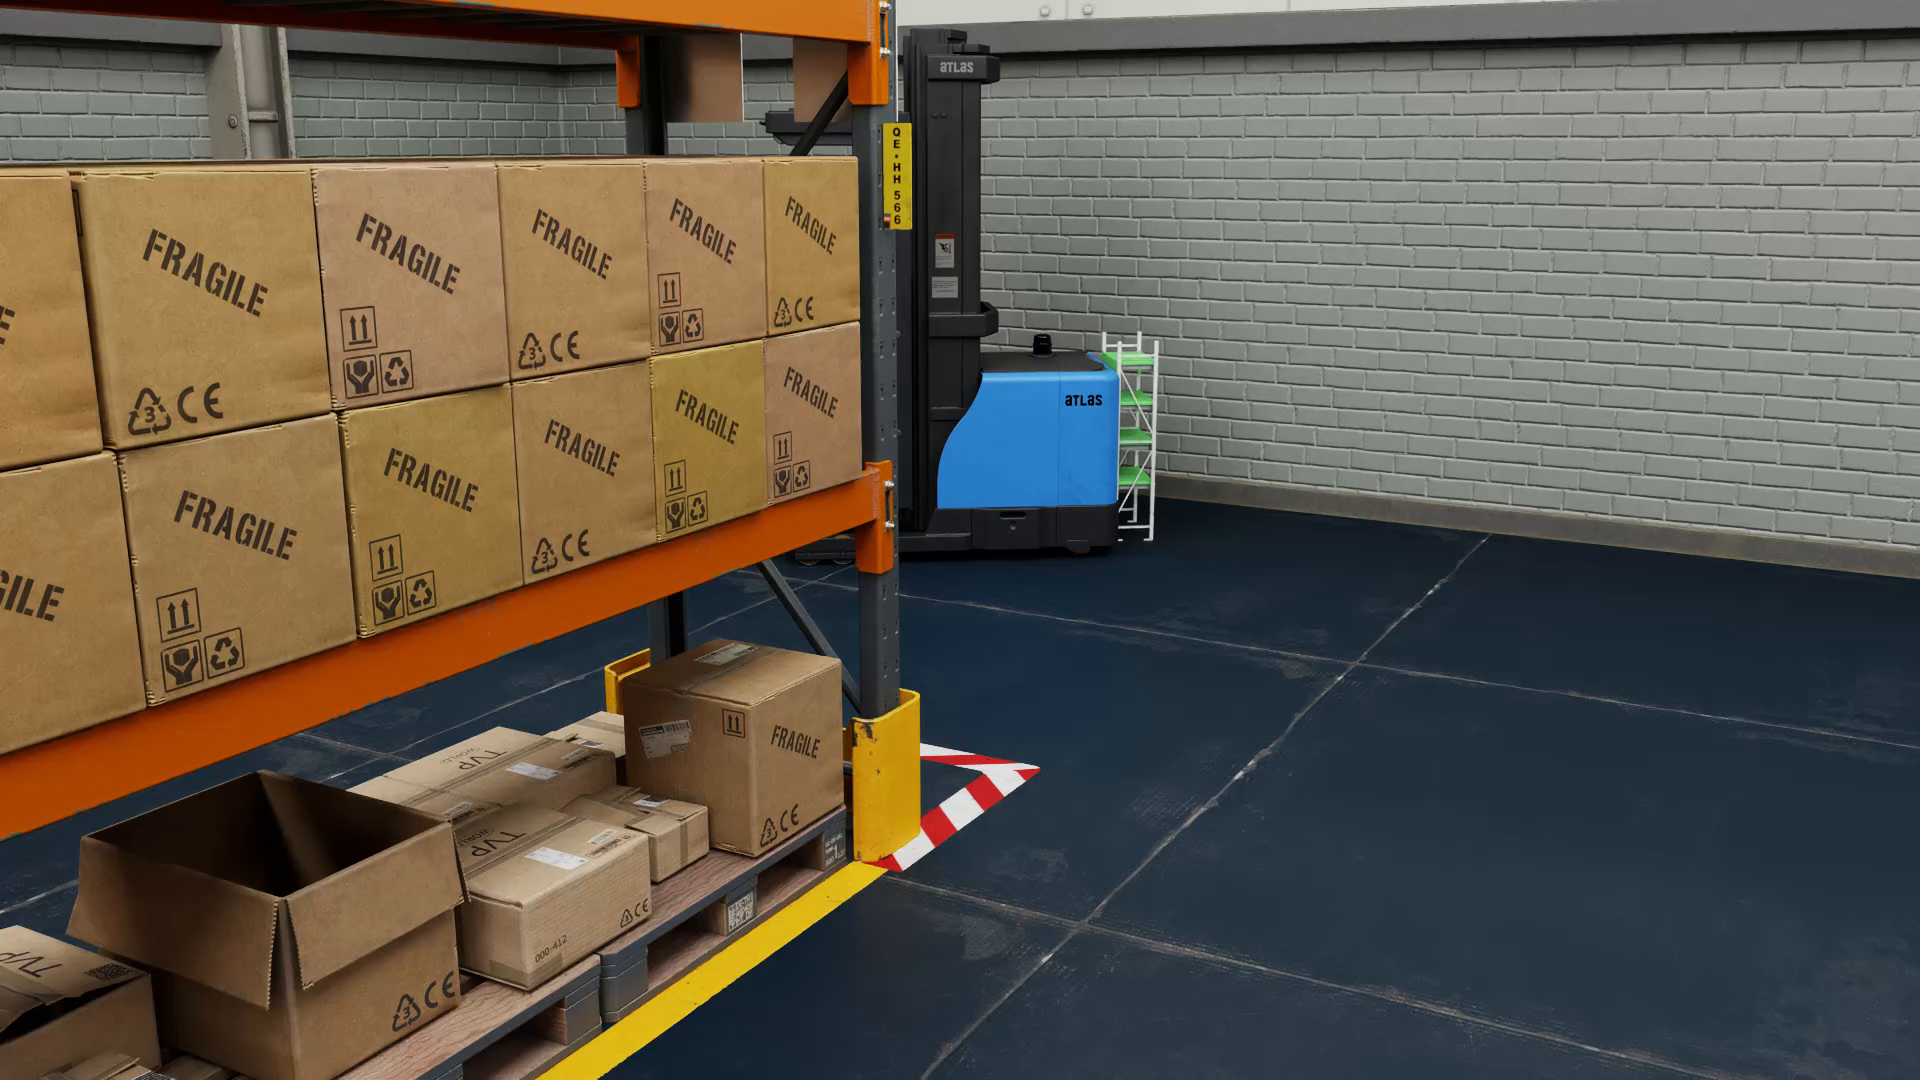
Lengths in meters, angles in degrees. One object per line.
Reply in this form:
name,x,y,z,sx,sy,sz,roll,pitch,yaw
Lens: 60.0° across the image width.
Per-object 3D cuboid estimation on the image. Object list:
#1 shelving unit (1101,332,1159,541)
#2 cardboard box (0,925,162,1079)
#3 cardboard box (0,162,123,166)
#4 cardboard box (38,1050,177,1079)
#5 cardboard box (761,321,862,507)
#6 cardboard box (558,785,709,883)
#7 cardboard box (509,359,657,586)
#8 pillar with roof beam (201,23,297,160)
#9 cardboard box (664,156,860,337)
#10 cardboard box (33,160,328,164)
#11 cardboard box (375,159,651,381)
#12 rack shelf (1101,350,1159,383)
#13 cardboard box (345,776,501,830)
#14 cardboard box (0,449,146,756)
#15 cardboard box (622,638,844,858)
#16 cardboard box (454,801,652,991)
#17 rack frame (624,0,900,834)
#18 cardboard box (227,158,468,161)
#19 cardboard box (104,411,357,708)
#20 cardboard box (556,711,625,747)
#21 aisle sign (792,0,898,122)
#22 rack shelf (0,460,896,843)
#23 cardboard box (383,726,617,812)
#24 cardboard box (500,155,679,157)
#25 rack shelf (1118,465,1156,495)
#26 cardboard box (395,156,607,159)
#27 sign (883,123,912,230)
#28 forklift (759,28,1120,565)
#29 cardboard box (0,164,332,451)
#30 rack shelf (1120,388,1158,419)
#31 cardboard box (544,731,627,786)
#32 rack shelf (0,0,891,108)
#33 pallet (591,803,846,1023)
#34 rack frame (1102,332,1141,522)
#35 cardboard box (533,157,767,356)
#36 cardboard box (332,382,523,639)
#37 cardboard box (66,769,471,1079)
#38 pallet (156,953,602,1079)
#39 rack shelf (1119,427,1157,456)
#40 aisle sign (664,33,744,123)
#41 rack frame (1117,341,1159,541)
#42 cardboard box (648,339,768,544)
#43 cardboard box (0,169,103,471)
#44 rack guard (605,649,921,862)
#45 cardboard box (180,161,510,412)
shelving unit,1.019,-0.638,10.120,0.258,1.200,0.503,-1,14,-6
cardboard box,-2.216,1.119,3.789,0.500,0.311,0.500,7,15,28
cardboard box,-2.099,-0.548,3.558,0.500,0.500,0.500,8,15,28
cardboard box,-1.804,1.252,3.546,0.380,0.166,0.250,7,15,28
cardboard box,-0.651,-0.418,5.152,0.500,0.500,0.500,8,16,30
cardboard box,-0.994,0.884,5.073,0.380,0.166,0.250,7,15,28
cardboard box,-1.144,-0.209,4.287,0.500,0.500,0.500,8,15,28
pillar with roof beam,-0.694,-4.133,7.976,9.100,9.000,0.400,7,15,28
cardboard box,-0.647,-0.904,5.036,0.500,0.500,0.500,7,15,28
cardboard box,-1.855,-0.651,3.986,0.500,0.500,0.500,7,15,28
cardboard box,-1.137,-0.693,4.162,0.500,0.500,0.500,8,16,30
rack shelf,1.019,-1.042,10.022,0.258,0.148,0.480,-1,14,-6
cardboard box,-1.667,0.916,4.763,0.500,0.250,0.500,7,15,28
cardboard box,-1.876,0.101,3.000,0.500,0.500,0.500,8,16,29
cardboard box,-0.720,0.649,5.336,0.500,0.500,0.500,7,15,28
cardboard box,-1.205,0.962,4.571,0.500,0.250,0.500,7,15,28
rack frame,-0.672,-0.492,5.673,1.000,3.000,0.127,7,15,28
cardboard box,-1.610,-0.755,4.418,0.500,0.500,0.500,8,16,29
cardboard box,-1.632,-0.001,3.425,0.500,0.500,0.500,7,15,28
cardboard box,-1.176,0.727,5.761,0.380,0.149,0.250,7,15,28
aisle sign,-0.371,-1.735,5.282,0.394,0.787,0.004,7,15,28
rack shelf,-1.639,0.268,4.055,1.077,0.370,4.000,7,15,28
cardboard box,-1.425,0.813,5.189,0.500,0.250,0.500,7,15,28
cardboard box,-1.118,-0.965,5.290,0.500,0.500,0.500,8,16,30
rack shelf,1.019,-0.342,10.191,0.258,0.148,0.480,-1,14,-6
cardboard box,-1.364,-0.857,4.842,0.500,0.500,0.500,8,15,29
sign,-0.196,-1.141,5.222,0.100,0.325,0.005,7,15,28
forklift,-0.626,-1.411,9.634,3.031,2.935,1.130,-1,14,-5
cardboard box,-1.634,-0.482,3.285,0.500,0.500,0.500,7,15,26
rack shelf,1.019,-0.809,10.078,0.258,0.148,0.480,-1,14,-6
cardboard box,-1.296,0.770,5.546,0.380,0.166,0.250,7,15,28
rack shelf,-1.639,-1.190,3.704,1.077,0.370,4.000,7,15,28
pallet,-1.094,1.043,5.256,1.003,0.211,1.213,7,15,28
rack frame,0.995,-0.695,10.356,0.240,1.200,0.015,-1,14,-6
cardboard box,-0.890,-0.800,4.606,0.500,0.500,0.500,8,16,30
cardboard box,-1.388,-0.106,3.858,0.500,0.500,0.500,7,15,27
cardboard box,-1.702,0.943,4.111,0.797,0.503,0.637,7,15,28
pallet,-1.684,1.293,4.222,1.003,0.211,1.213,7,15,28
rack shelf,1.019,-0.576,10.135,0.258,0.148,0.480,-1,14,-6
aisle sign,-0.896,-1.803,5.564,0.394,0.787,0.004,7,15,28
rack frame,1.044,-0.581,9.884,0.240,1.200,0.015,-1,14,-6
cardboard box,-0.898,-0.311,4.709,0.500,0.500,0.500,8,15,29
cardboard box,-1.883,-0.376,2.848,0.500,0.500,0.500,7,15,26
rack guard,-0.709,0.739,5.901,1.175,0.500,0.348,7,15,28
cardboard box,-1.385,-0.588,3.725,0.500,0.500,0.500,8,16,30
